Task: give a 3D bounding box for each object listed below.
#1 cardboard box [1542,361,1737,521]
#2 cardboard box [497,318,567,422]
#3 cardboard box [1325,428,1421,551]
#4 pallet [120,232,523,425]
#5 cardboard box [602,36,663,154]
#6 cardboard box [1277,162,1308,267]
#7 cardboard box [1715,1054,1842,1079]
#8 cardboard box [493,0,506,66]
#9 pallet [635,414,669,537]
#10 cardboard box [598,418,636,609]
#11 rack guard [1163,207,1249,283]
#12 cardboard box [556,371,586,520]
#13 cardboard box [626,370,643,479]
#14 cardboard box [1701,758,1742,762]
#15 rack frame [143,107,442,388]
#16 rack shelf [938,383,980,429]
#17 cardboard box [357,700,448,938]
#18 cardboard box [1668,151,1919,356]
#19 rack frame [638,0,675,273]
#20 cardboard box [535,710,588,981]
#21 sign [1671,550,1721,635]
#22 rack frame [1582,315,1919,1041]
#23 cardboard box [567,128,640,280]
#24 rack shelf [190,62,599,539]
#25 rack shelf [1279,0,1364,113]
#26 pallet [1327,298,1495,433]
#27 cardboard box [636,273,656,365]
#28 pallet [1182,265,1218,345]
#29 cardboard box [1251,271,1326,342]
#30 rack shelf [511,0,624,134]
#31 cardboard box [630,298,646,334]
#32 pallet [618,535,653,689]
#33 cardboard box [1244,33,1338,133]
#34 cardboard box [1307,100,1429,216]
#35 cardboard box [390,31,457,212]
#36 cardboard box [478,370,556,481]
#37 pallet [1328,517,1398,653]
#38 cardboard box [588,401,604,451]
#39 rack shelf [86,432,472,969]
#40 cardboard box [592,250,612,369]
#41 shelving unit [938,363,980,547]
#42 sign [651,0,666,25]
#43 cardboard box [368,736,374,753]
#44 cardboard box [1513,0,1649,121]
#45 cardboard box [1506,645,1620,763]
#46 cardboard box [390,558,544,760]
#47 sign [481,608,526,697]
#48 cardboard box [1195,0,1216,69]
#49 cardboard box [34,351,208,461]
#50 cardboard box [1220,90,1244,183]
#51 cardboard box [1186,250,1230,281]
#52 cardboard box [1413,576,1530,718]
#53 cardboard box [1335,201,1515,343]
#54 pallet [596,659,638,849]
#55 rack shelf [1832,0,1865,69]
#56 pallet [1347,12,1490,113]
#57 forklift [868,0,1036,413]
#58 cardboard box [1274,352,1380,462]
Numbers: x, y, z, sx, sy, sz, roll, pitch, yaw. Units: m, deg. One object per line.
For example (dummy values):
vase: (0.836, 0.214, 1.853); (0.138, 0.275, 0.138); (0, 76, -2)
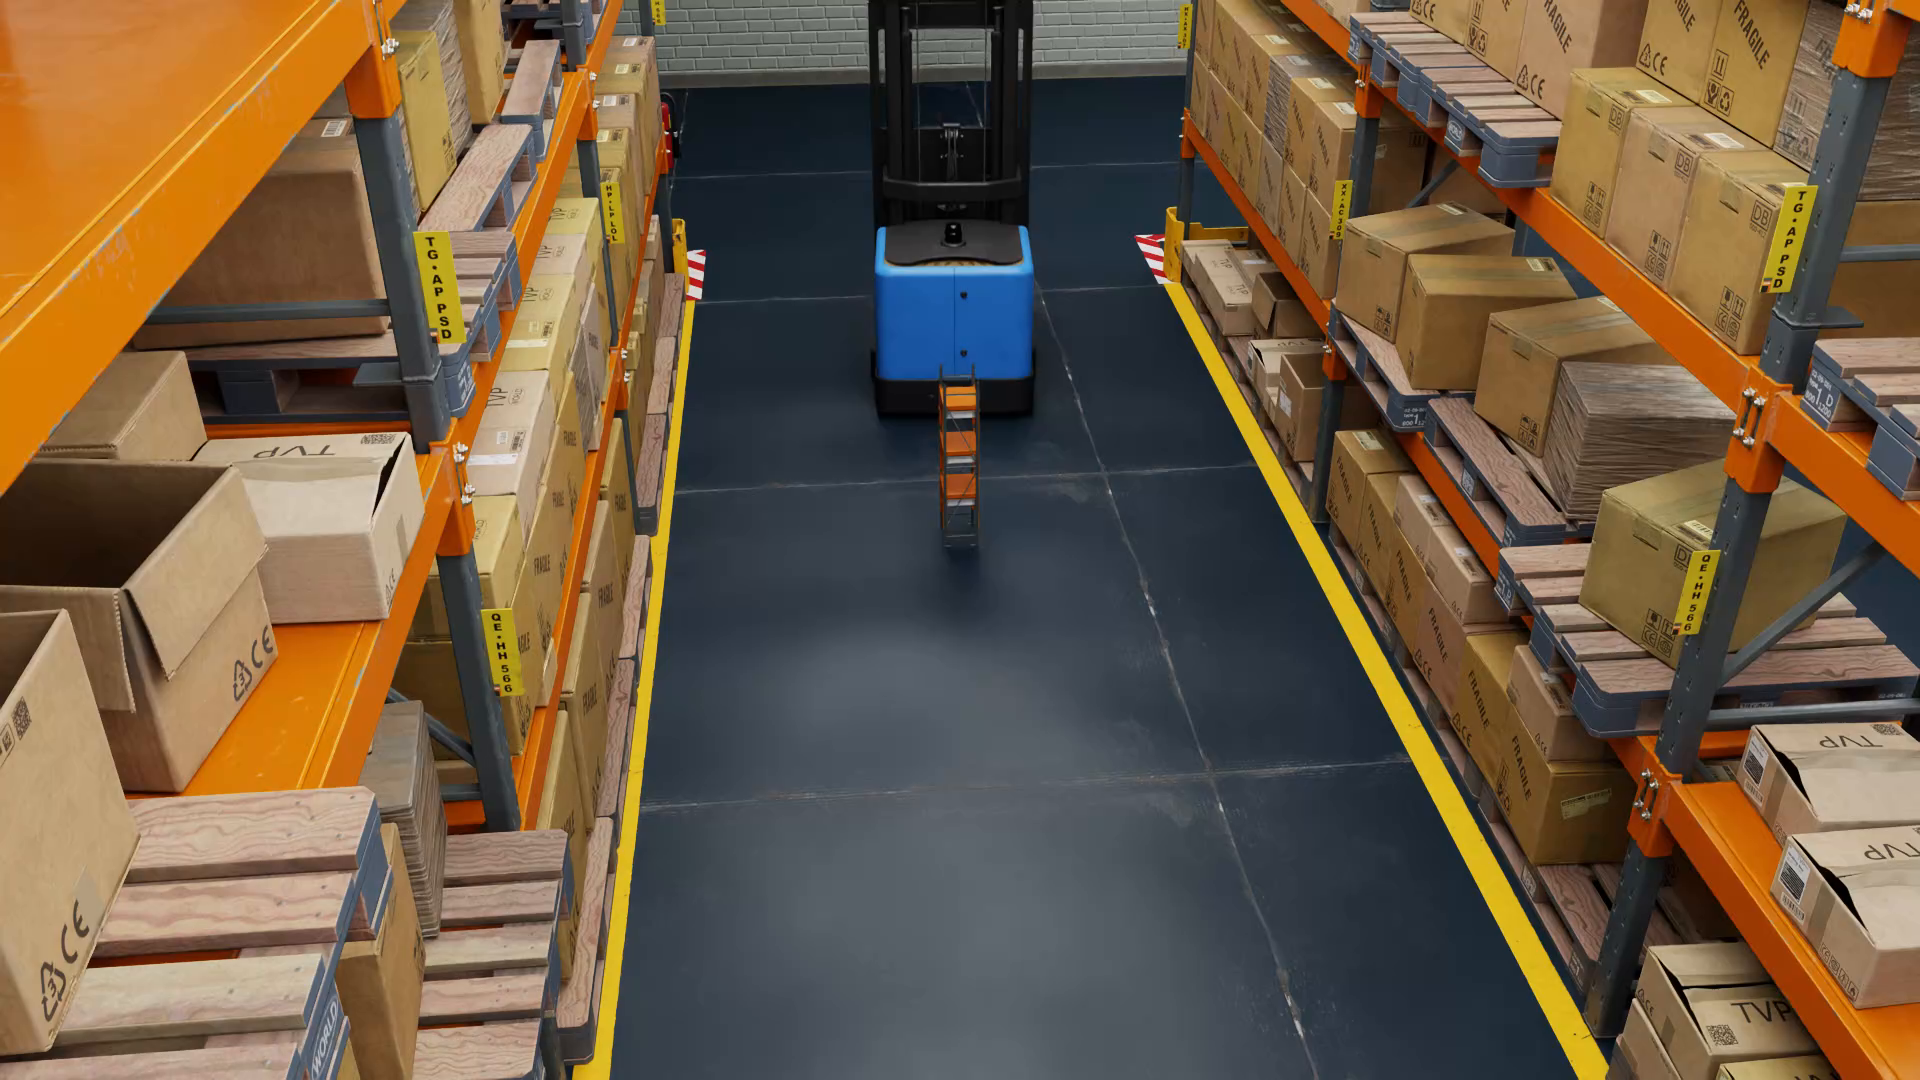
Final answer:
cardboard box: (2.900, -0.408, 7.001); (0.700, 0.500, 0.500); (3, 31, 5)
cardboard box: (-1.906, -0.688, 6.839); (0.500, 0.250, 0.500); (-3, 31, -6)
cardboard box: (2.396, -0.292, 9.322); (0.500, 0.500, 0.500); (-4, 31, -7)
pallet: (-2.078, -0.686, 5.232); (1.213, 0.211, 1.003); (-1, 31, -2)
cardboard box: (-2.655, -3.106, 11.733); (0.980, 0.700, 0.700); (-1, 31, -2)
cardboard box: (2.241, -1.984, 10.048); (0.500, 0.500, 0.500); (-2, 31, -3)
cardboard box: (2.781, 1.916, 5.342); (0.500, 0.311, 0.500); (-3, 31, -6)
cardboard box: (-2.366, -2.260, 7.157); (0.700, 0.500, 0.500); (-4, 31, -7)
pallet: (-2.332, -0.390, 10.197); (1.003, 0.211, 1.213); (-3, 31, -5)
cardboard box: (-2.148, -0.127, 8.724); (0.750, 0.750, 0.750); (-2, 31, -4)
rack guard: (2.226, -2.365, 13.222); (1.175, 0.500, 0.348); (-3, 31, -5)
cardboard box: (-1.897, -0.379, 7.053); (0.500, 0.500, 0.500); (-2, 31, -3)
cardboard box: (-2.306, -0.689, 10.007); (0.700, 0.500, 0.500); (-2, 31, -4)
cardboard box: (3.154, 0.979, 7.195); (0.500, 0.500, 0.500); (-4, 31, -6)
rack frame: (-1.965, -1.729, 3.869); (1.000, 3.000, 0.127); (-3, 31, -5)
rack shelf: (-0.005, -0.713, 9.386); (0.215, 0.259, 0.240); (-3, 31, -5)
cardboard box: (-1.911, 0.855, 4.868); (0.700, 0.500, 0.500); (-6, 31, -10)
cardboard box: (2.892, -0.944, 5.383); (0.910, 0.500, 0.500); (-3, 31, -5)
rack frame: (-2.712, -3.238, 12.245); (1.000, 3.000, 0.127); (-3, 31, -5)
cardboard box: (-1.903, 1.208, 6.490); (0.750, 0.750, 0.750); (-3, 31, -5)
sign: (2.427, 0.175, 5.479); (0.100, 0.325, 0.005); (-3, 31, -5)
rack frame: (2.967, 0.608, 5.808); (1.000, 3.000, 0.127); (-3, 31, -5)
cardboard box: (-2.436, -1.975, 9.838); (0.980, 0.700, 0.700); (-4, 31, -6)
rack shelf: (-2.152, -1.153, 6.532); (1.077, 0.370, 4.000); (-3, 31, -5)
rack shelf: (2.406, -3.435, 10.351); (1.077, 0.370, 4.000); (-3, 31, -5)
pallet: (2.559, -0.939, 8.584); (1.003, 0.211, 1.213); (-3, 31, -5)
cardboard box: (-2.453, -1.480, 11.330); (0.700, 0.500, 0.500); (-4, 31, -6)
pallet: (2.302, -1.834, 12.614); (1.003, 0.211, 1.213); (-3, 31, -5)
cardboard box: (2.412, -1.511, 11.359); (0.797, 0.503, 0.637); (-3, 31, -5)
rack shelf: (-2.525, -3.195, 9.951); (1.077, 0.370, 4.000); (-3, 31, -5)
cardboard box: (-2.206, -1.418, 10.594); (0.380, 0.149, 0.250); (-4, 31, -6)
pallet: (-2.191, 0.392, 8.888); (1.003, 0.211, 1.213); (-3, 31, -5)
cardboard box: (2.145, -2.928, 10.655); (0.500, 0.500, 0.500); (-3, 31, -5)
cardboard box: (2.288, -2.152, 9.356); (0.500, 0.500, 0.500); (-3, 31, -4)
cardboard box: (-2.208, -1.469, 5.832); (0.700, 0.500, 0.500); (-1, 31, -2)
cardboard box: (-1.852, -0.428, 6.403); (0.500, 0.250, 0.500); (-3, 31, -4)
pallet: (2.707, 0.176, 9.249); (1.003, 0.211, 1.213); (-3, 31, -5)
cardboard box: (-1.915, -0.543, 7.959); (0.380, 0.149, 0.250); (-3, 31, -5)
rack shelf: (-1.778, 0.889, 3.113); (1.077, 0.370, 4.000); (-3, 31, -5)
cardboard box: (-2.045, -1.151, 8.345); (0.500, 0.500, 0.500); (-3, 31, -5)
shelving unit: (-0.005, -0.478, 9.527); (0.215, 1.050, 0.252); (-3, 31, -5)
sign: (-2.171, -3.855, 11.919); (0.100, 0.325, 0.005); (-3, 31, -5)
cardboard box: (-1.903, 0.511, 4.810); (0.380, 0.149, 0.250); (-7, 32, -11)
cardboard box: (2.694, -2.047, 6.722); (0.600, 0.600, 0.600); (-4, 31, -7)
cardboard box: (2.636, 0.675, 6.972); (0.500, 0.250, 0.500); (-2, 31, -3)
cardboard box: (-1.755, 0.407, 5.736); (0.500, 0.500, 0.500); (-2, 31, -3)
sign: (-1.425, 0.353, 5.182); (0.100, 0.325, 0.005); (-3, 31, -5)
cardboard box: (1.998, -3.710, 11.963); (0.500, 0.500, 0.500); (-2, 31, -3)
cardboard box: (-2.127, -0.114, 3.973); (0.500, 0.500, 0.500); (-3, 31, -5)
cardboard box: (2.096, -2.761, 11.350); (0.500, 0.500, 0.500); (-3, 31, -5)
cardboard box: (1.940, -2.091, 12.660); (0.380, 0.166, 0.250); (-3, 31, -5)
cardboard box: (2.542, 0.494, 8.007); (0.500, 0.500, 0.500); (-4, 31, -6)
cardboard box: (2.415, -1.405, 8.670); (0.700, 0.500, 0.500); (-13, 33, -21)
pallet: (-2.074, 1.016, 7.842); (1.003, 0.211, 1.213); (-3, 31, -5)
rack shelf: (2.780, -2.508, 6.266); (1.077, 0.370, 4.000); (-3, 31, -5)
pallet: (2.584, -2.305, 7.943); (1.213, 0.211, 1.003); (-3, 31, -5)
forklift: (-0.067, -2.817, 11.609); (1.130, 2.935, 3.031); (-1, 31, -1)
cardboard box: (2.257, -0.828, 10.219); (0.500, 0.500, 0.500); (-3, 31, -5)
